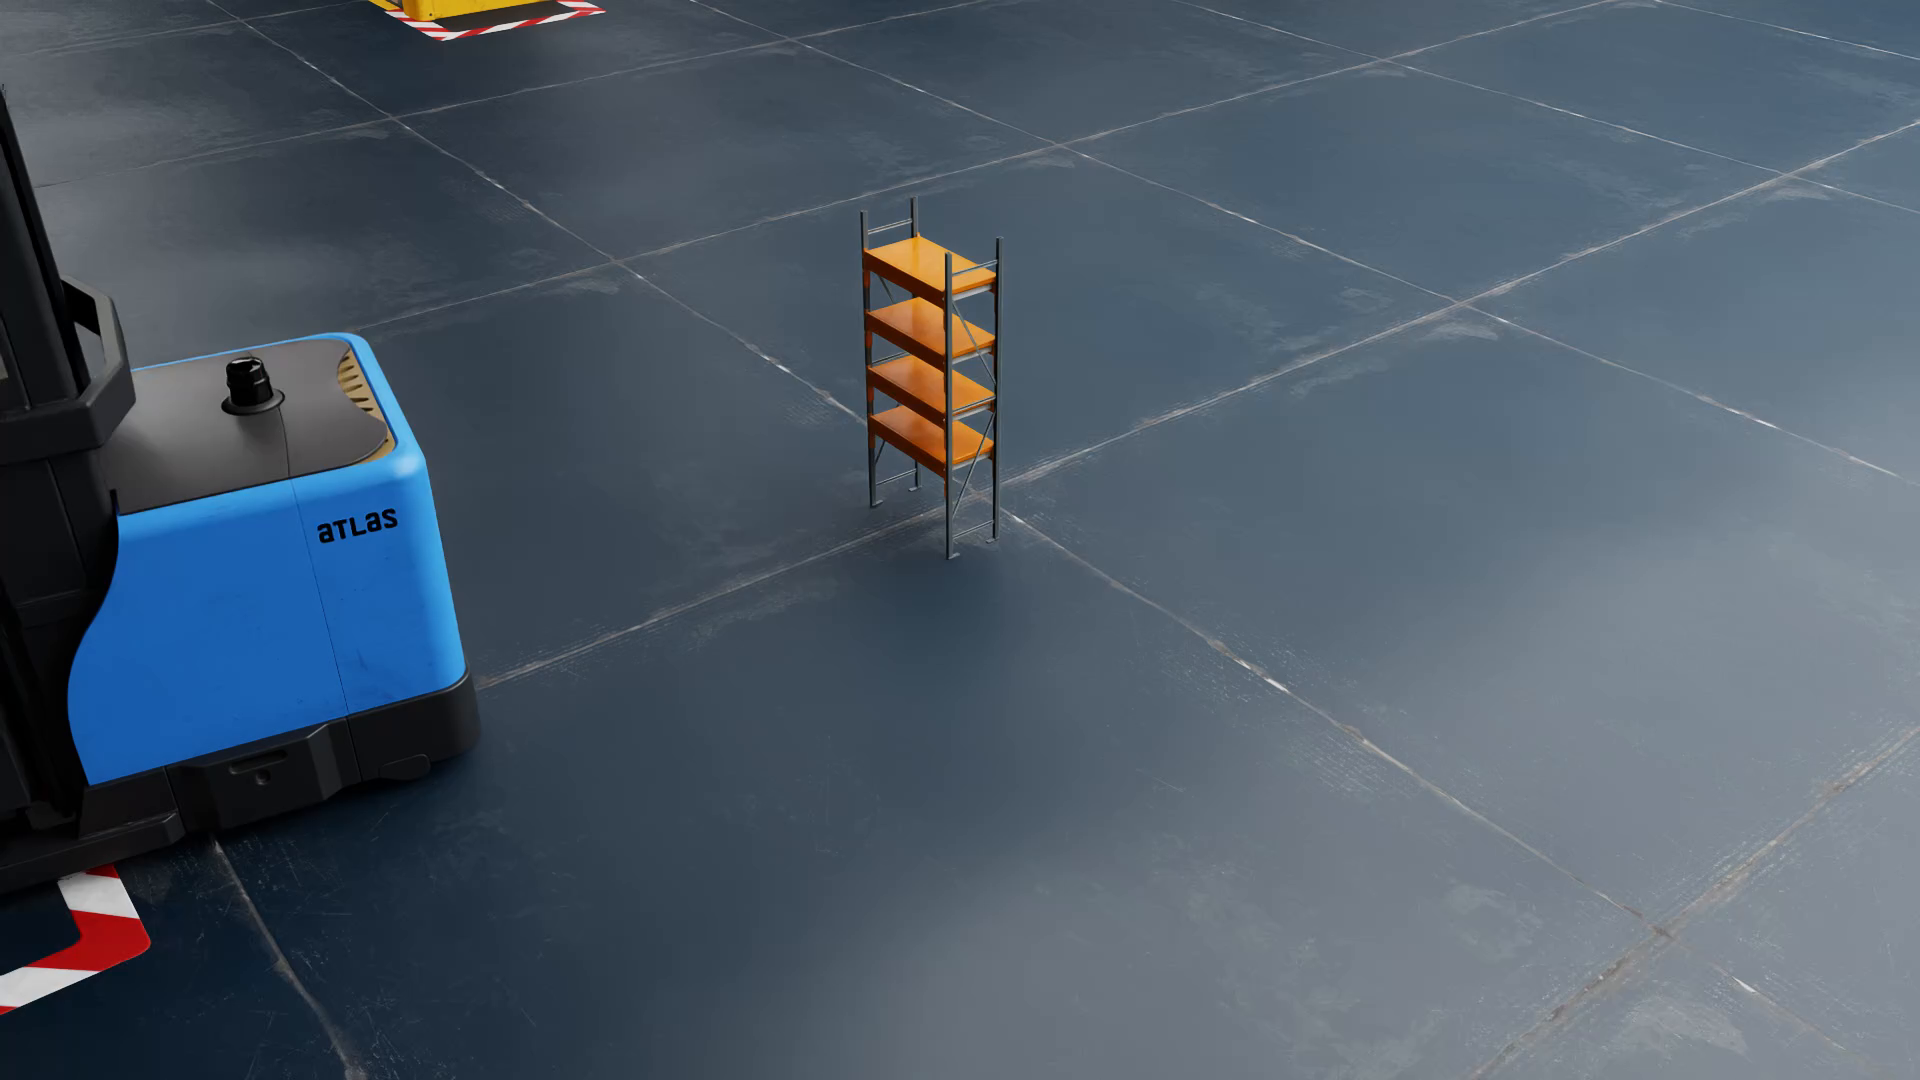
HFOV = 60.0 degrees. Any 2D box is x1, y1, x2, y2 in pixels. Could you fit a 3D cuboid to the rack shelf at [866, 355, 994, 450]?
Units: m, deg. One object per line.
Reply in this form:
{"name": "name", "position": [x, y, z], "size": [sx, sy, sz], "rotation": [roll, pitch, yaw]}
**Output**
{"name": "rack shelf", "position": [-0.101, -0.522, 6.080], "size": [0.258, 0.148, 0.480], "rotation": [-22, 38, -31]}

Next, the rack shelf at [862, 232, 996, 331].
{"name": "rack shelf", "position": [-0.101, -0.913, 5.837], "size": [0.258, 0.148, 0.480], "rotation": [-22, 38, -31]}

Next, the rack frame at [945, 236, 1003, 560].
{"name": "rack frame", "position": [0.048, -0.477, 5.881], "size": [0.240, 1.200, 0.015], "rotation": [-22, 38, -31]}

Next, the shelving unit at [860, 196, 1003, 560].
{"name": "shelving unit", "position": [-0.101, -0.579, 6.045], "size": [0.258, 1.200, 0.503], "rotation": [-22, 38, -31]}

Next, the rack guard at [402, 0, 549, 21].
{"name": "rack guard", "position": [-3.719, -4.376, 12.821], "size": [1.175, 0.500, 0.348], "rotation": [-22, 38, -31]}

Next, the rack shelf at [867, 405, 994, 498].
{"name": "rack shelf", "position": [-0.101, -0.353, 6.185], "size": [0.258, 0.148, 0.480], "rotation": [-22, 38, -31]}

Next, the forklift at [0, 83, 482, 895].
{"name": "forklift", "position": [-3.030, -0.434, 4.171], "size": [3.031, 2.935, 1.130], "rotation": [-15, 35, -23]}

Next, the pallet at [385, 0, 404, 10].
{"name": "pallet", "position": [-4.235, -4.568, 13.405], "size": [1.003, 0.211, 1.213], "rotation": [-22, 38, -31]}

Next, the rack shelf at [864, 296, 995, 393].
{"name": "rack shelf", "position": [-0.101, -0.712, 5.962], "size": [0.258, 0.148, 0.480], "rotation": [-22, 38, -31]}

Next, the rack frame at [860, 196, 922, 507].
{"name": "rack frame", "position": [-0.251, -0.680, 6.208], "size": [0.240, 1.200, 0.015], "rotation": [-22, 38, -31]}
